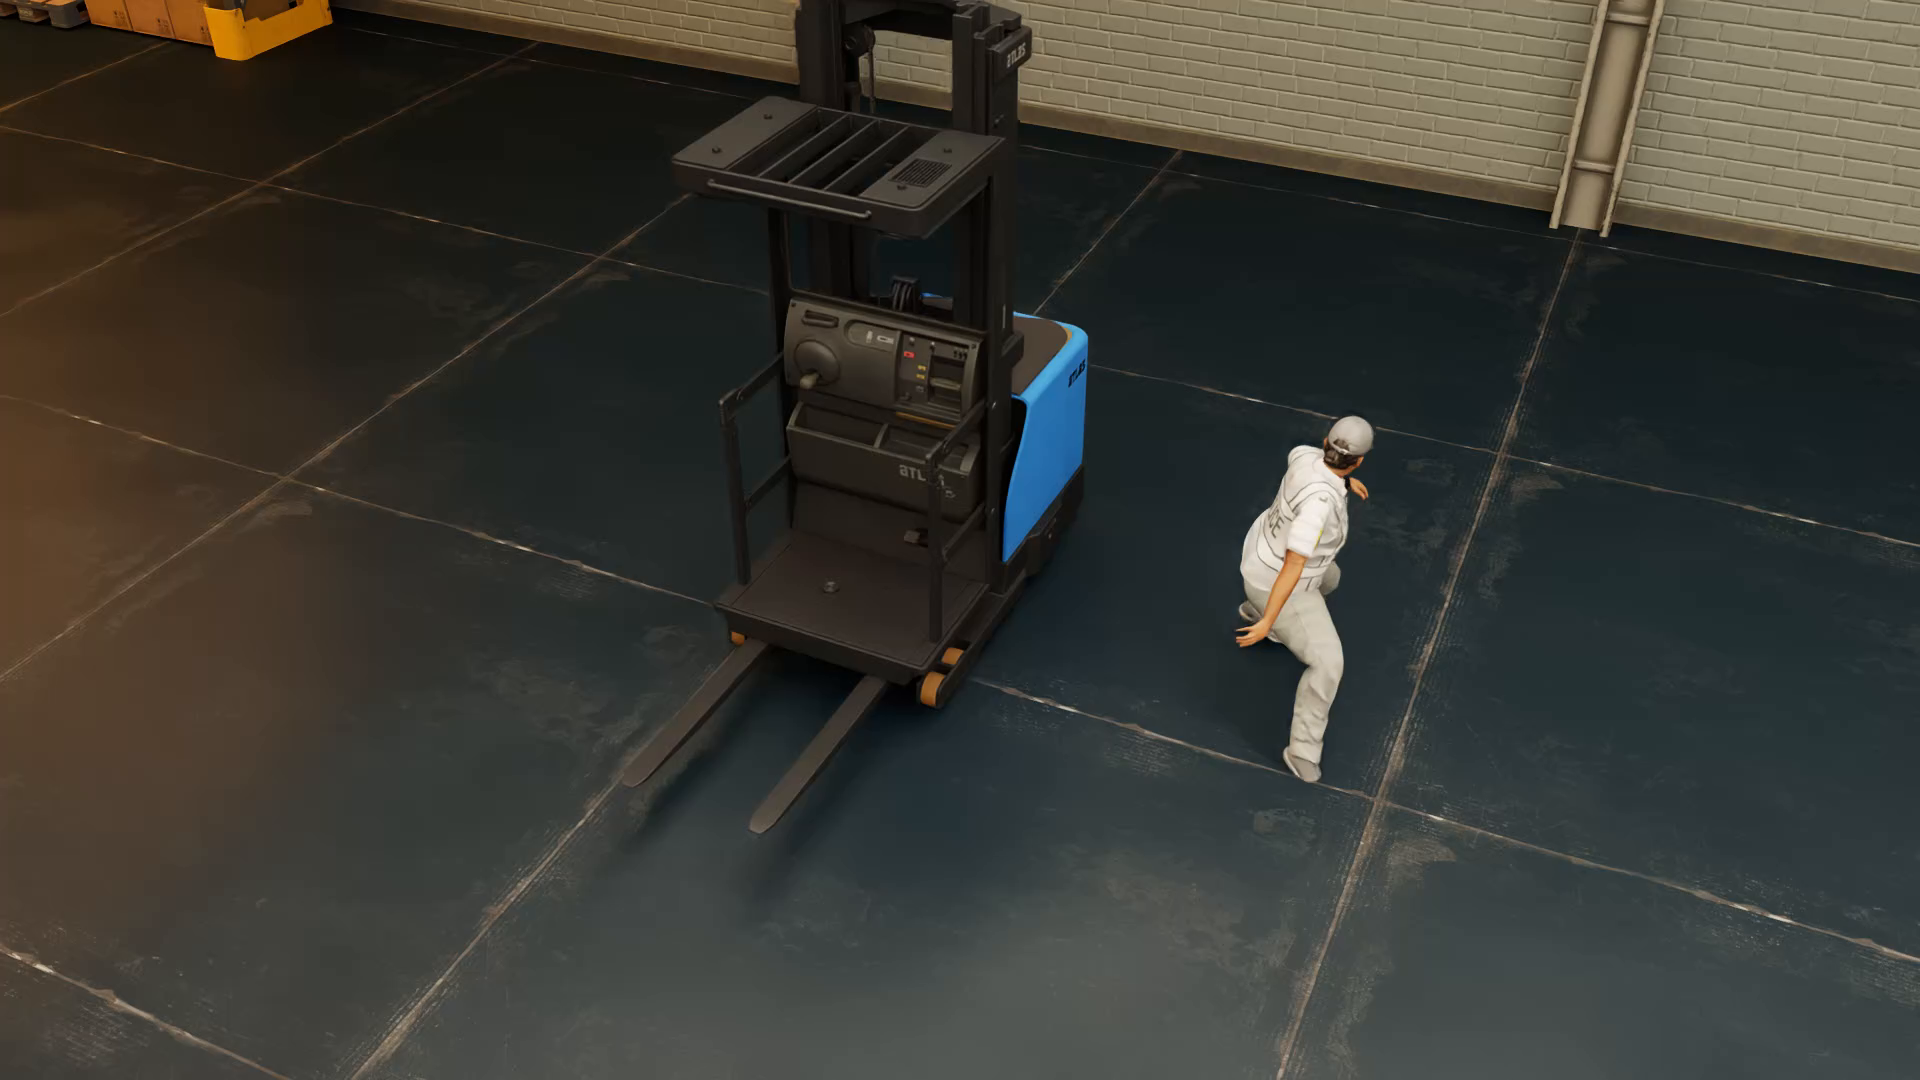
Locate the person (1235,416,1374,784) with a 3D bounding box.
[{"bbox_3d":[1.466,0.186,7.147,0.530,1.611,1.083,8,36,11],"label":"person"}]

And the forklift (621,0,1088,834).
[{"bbox_3d":[-0.439,-0.722,7.099,1.130,2.935,3.031,15,38,21],"label":"forklift"}]
